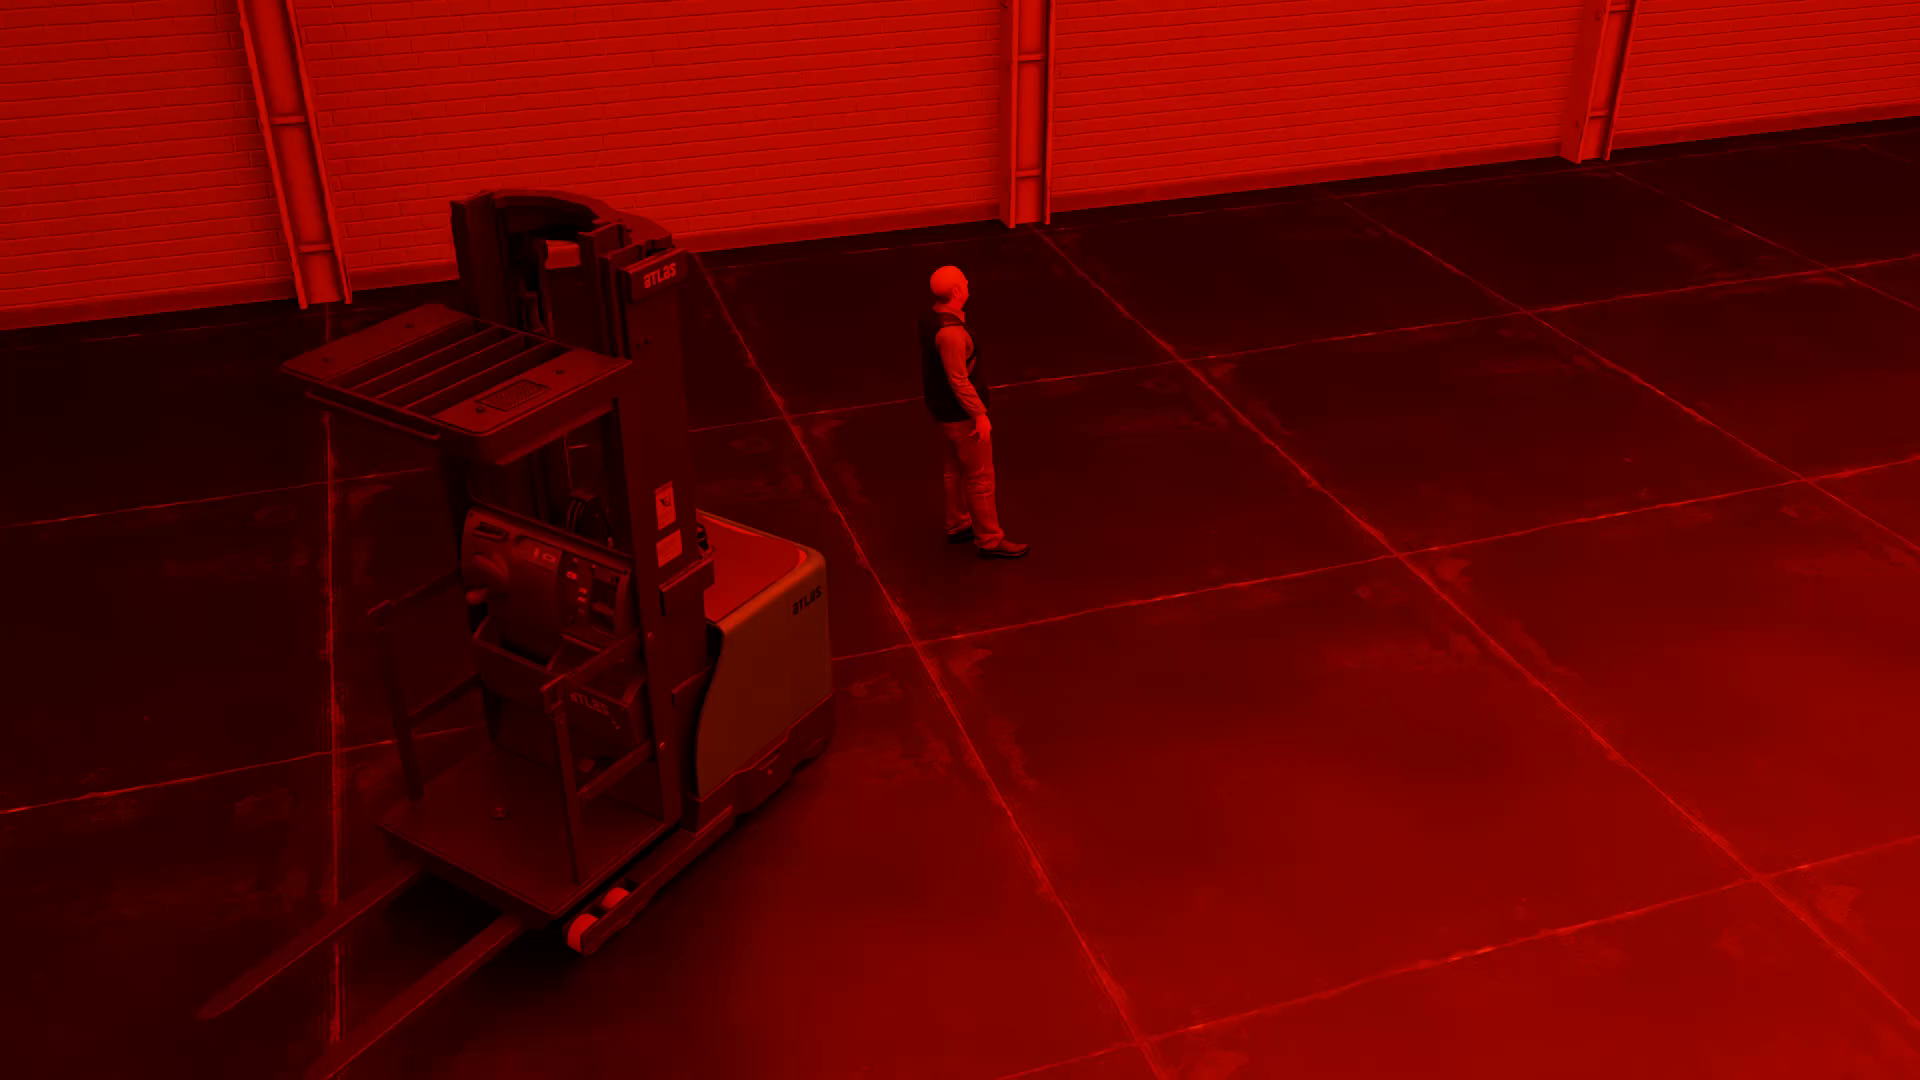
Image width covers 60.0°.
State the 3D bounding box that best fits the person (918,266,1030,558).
[{"bbox_3d":[0.061,-0.758,9.603,0.568,1.720,0.632,-10,31,-16],"label":"person"}]

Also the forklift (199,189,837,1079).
[{"bbox_3d":[-1.834,0.203,6.734,1.130,2.935,3.031,18,34,28],"label":"forklift"}]
